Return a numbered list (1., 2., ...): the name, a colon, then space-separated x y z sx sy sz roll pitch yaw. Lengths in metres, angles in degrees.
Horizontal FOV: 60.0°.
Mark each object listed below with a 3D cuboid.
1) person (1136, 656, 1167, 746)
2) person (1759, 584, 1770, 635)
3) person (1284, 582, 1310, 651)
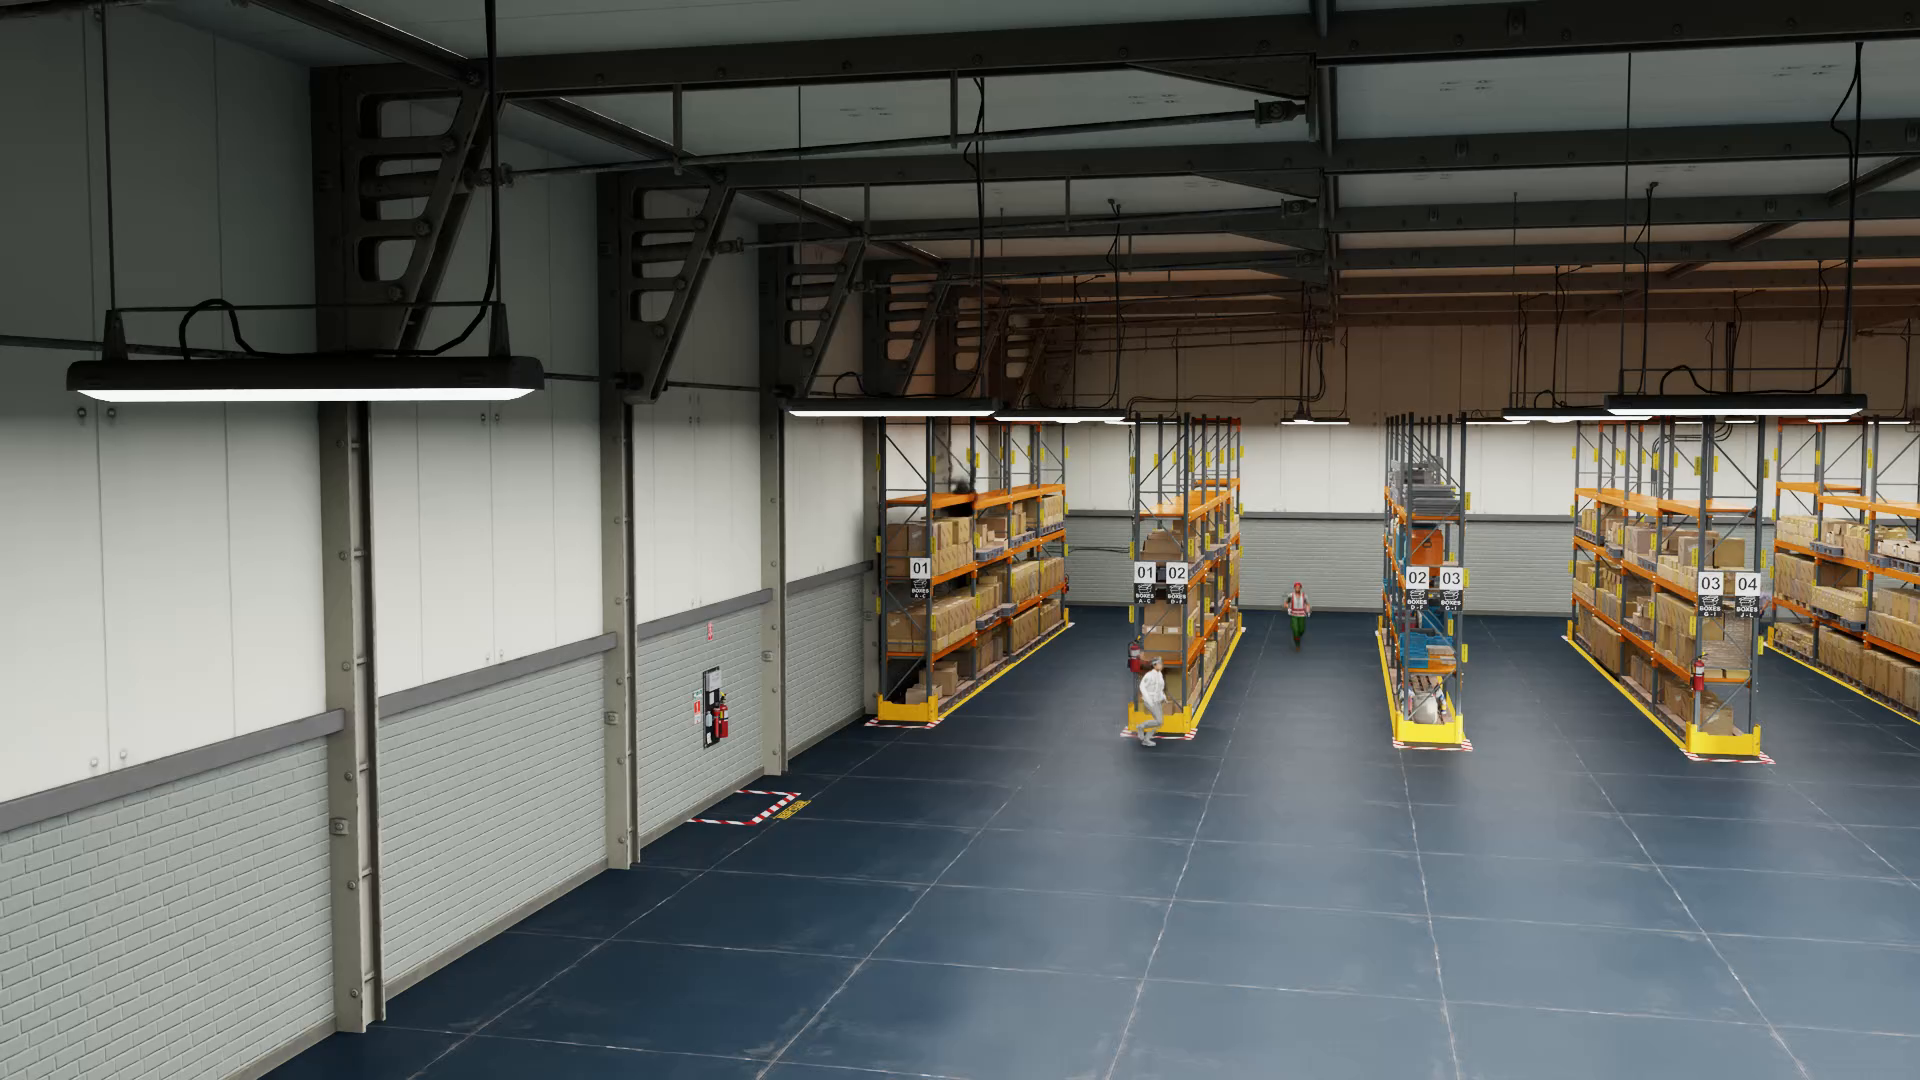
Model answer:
1. person: 3.468 2.887 29.937 0.519 1.625 0.591 2 5 31
2. person: 21.257 2.018 44.499 0.542 1.408 0.665 0 4 -5
3. person: 8.691 1.959 42.885 0.655 1.751 0.697 0 4 5
